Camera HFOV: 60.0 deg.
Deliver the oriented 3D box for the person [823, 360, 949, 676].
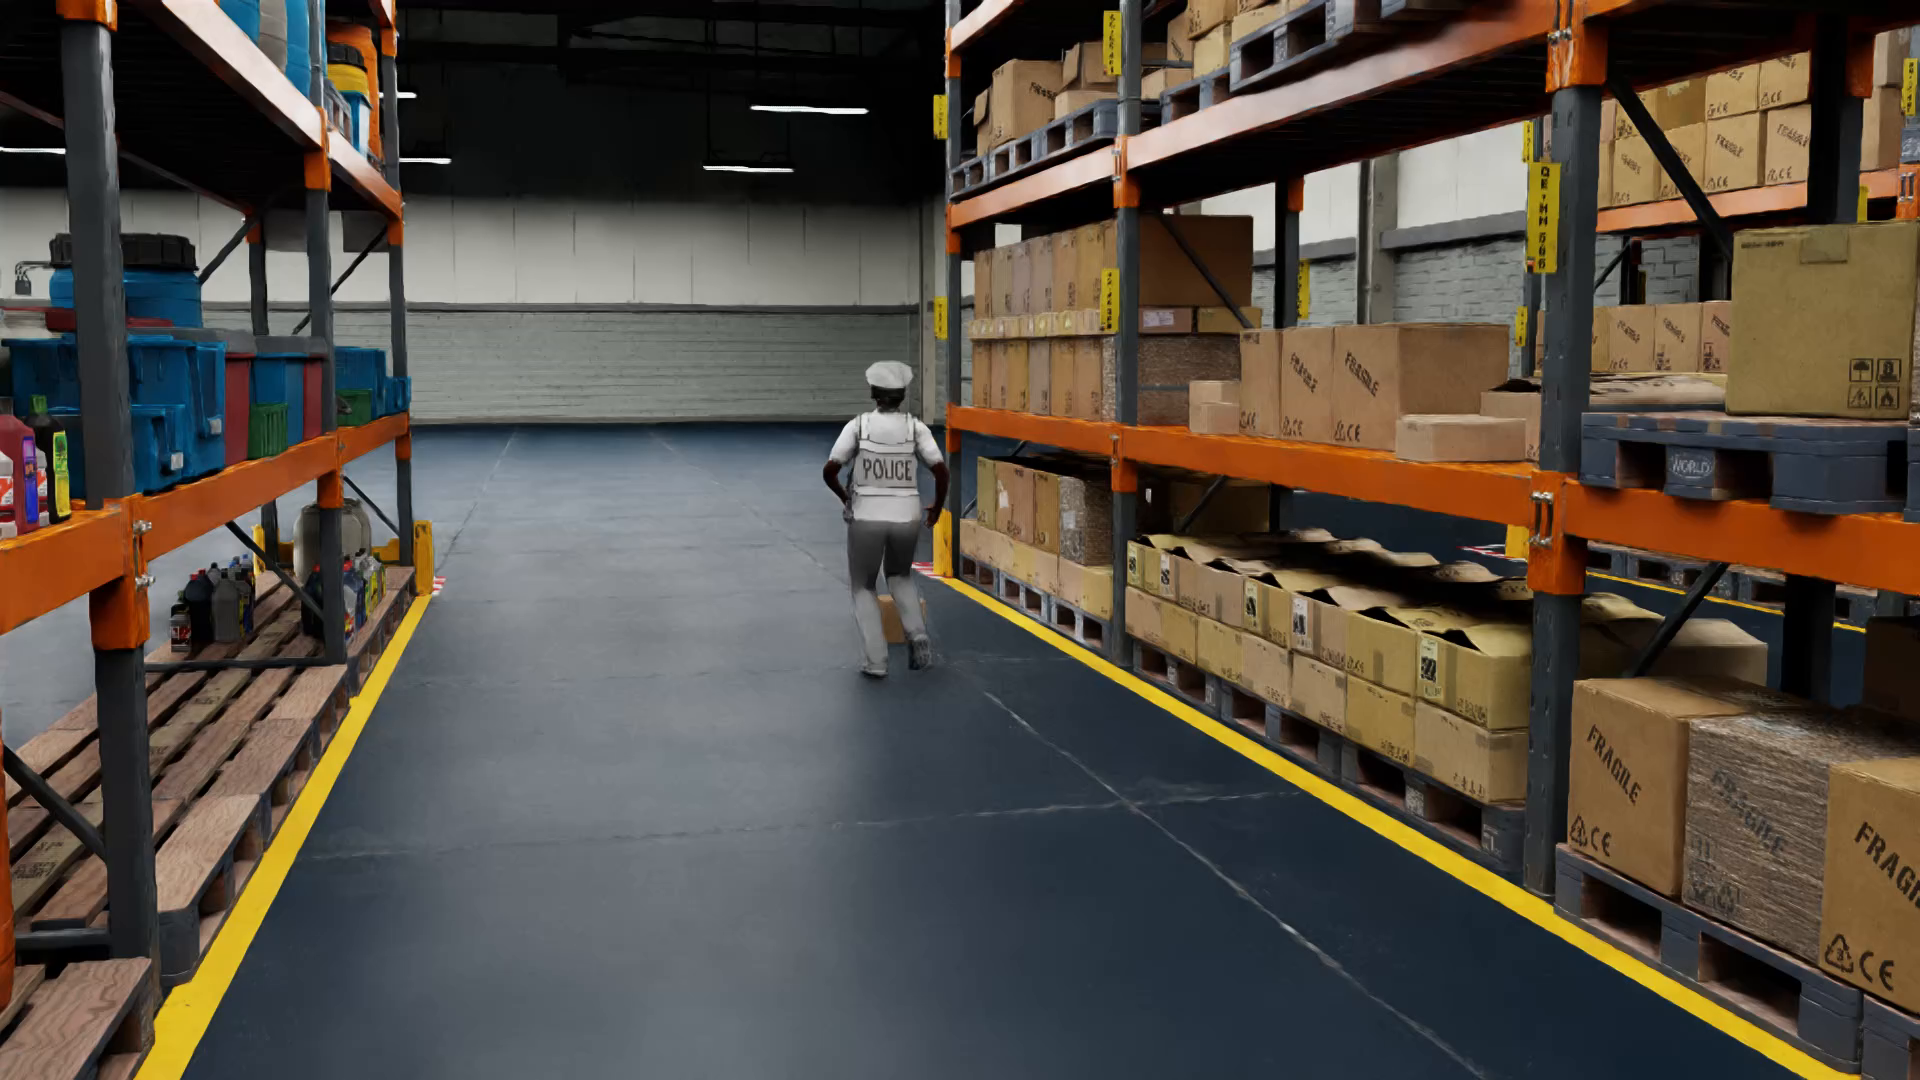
[{"bbox_3d":[-0.416,-0.109,8.730,0.640,1.660,0.505,-2,7,-18],"label":"person"}]
